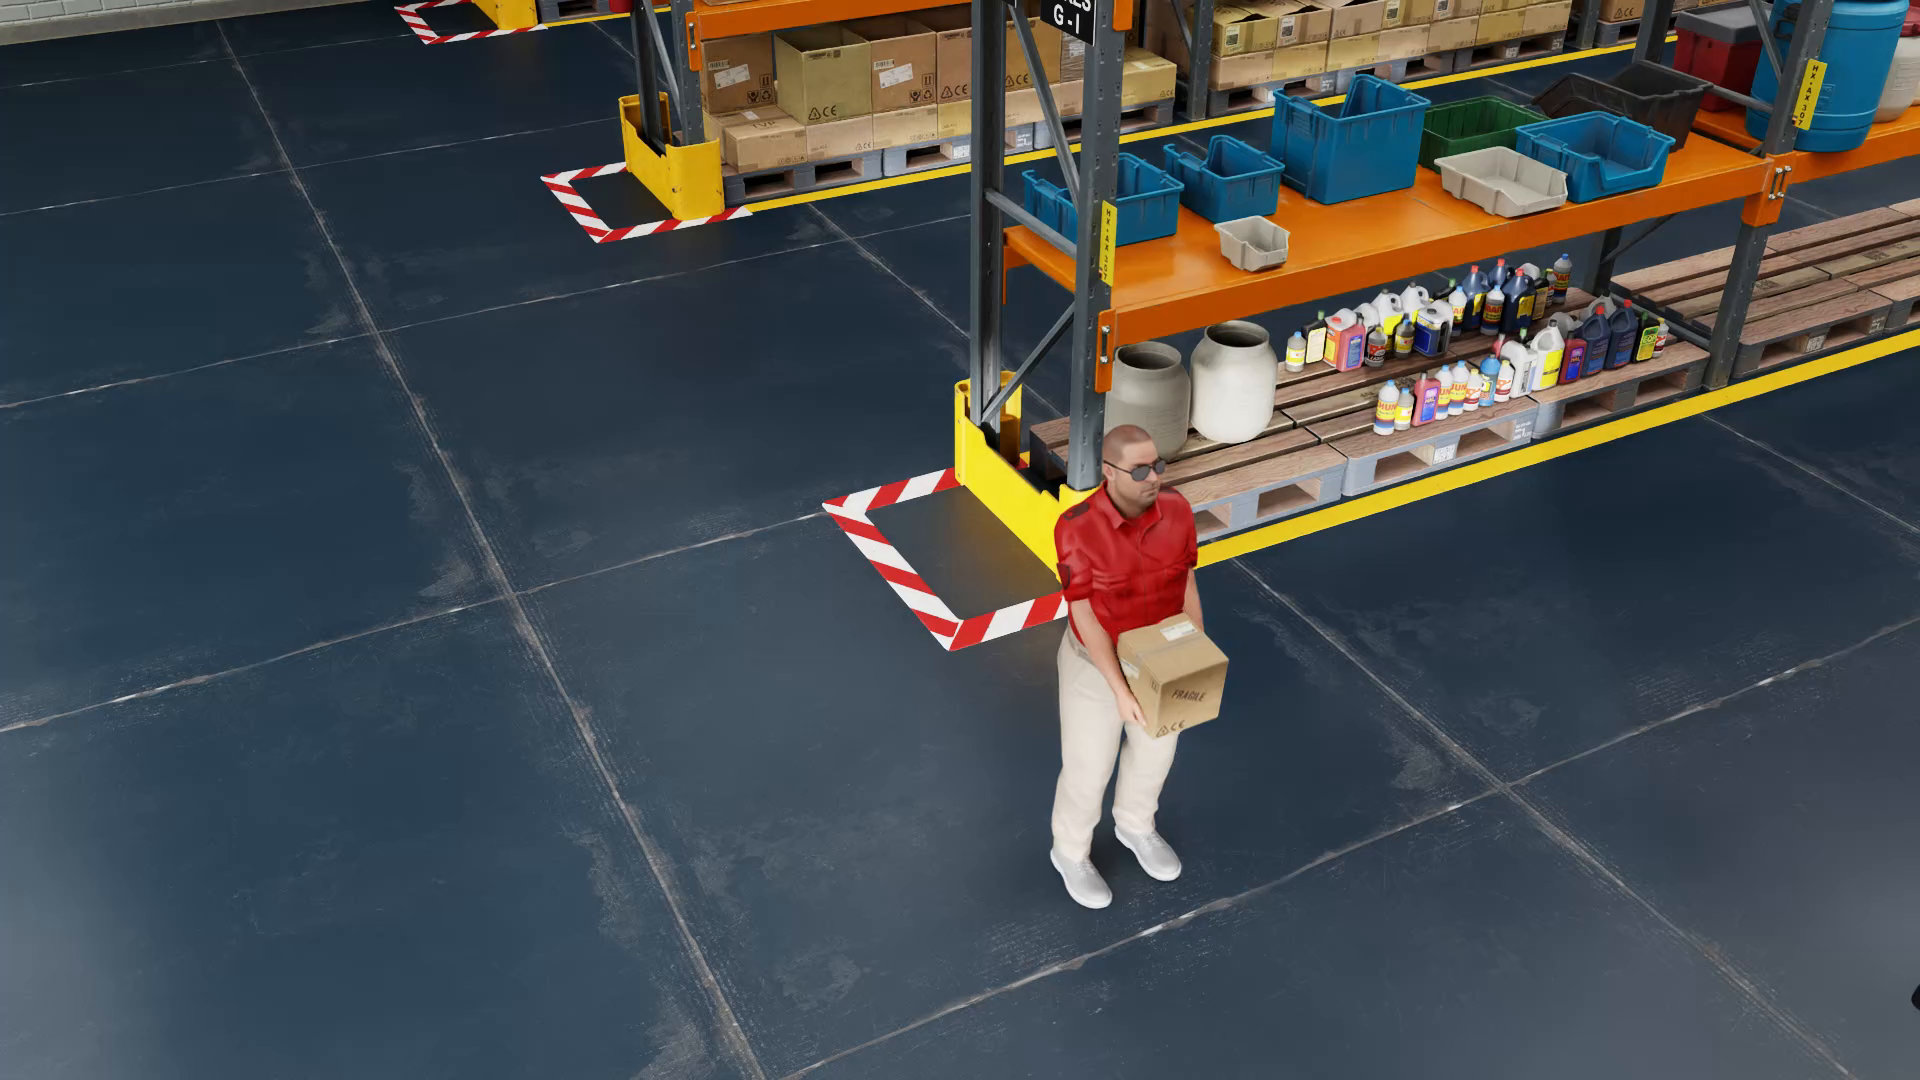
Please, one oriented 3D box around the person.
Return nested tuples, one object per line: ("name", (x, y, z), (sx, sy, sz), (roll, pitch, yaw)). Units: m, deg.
("person", (0.589, 0.458, 5.448), (0.499, 1.720, 0.529), (-16, 36, -23))
